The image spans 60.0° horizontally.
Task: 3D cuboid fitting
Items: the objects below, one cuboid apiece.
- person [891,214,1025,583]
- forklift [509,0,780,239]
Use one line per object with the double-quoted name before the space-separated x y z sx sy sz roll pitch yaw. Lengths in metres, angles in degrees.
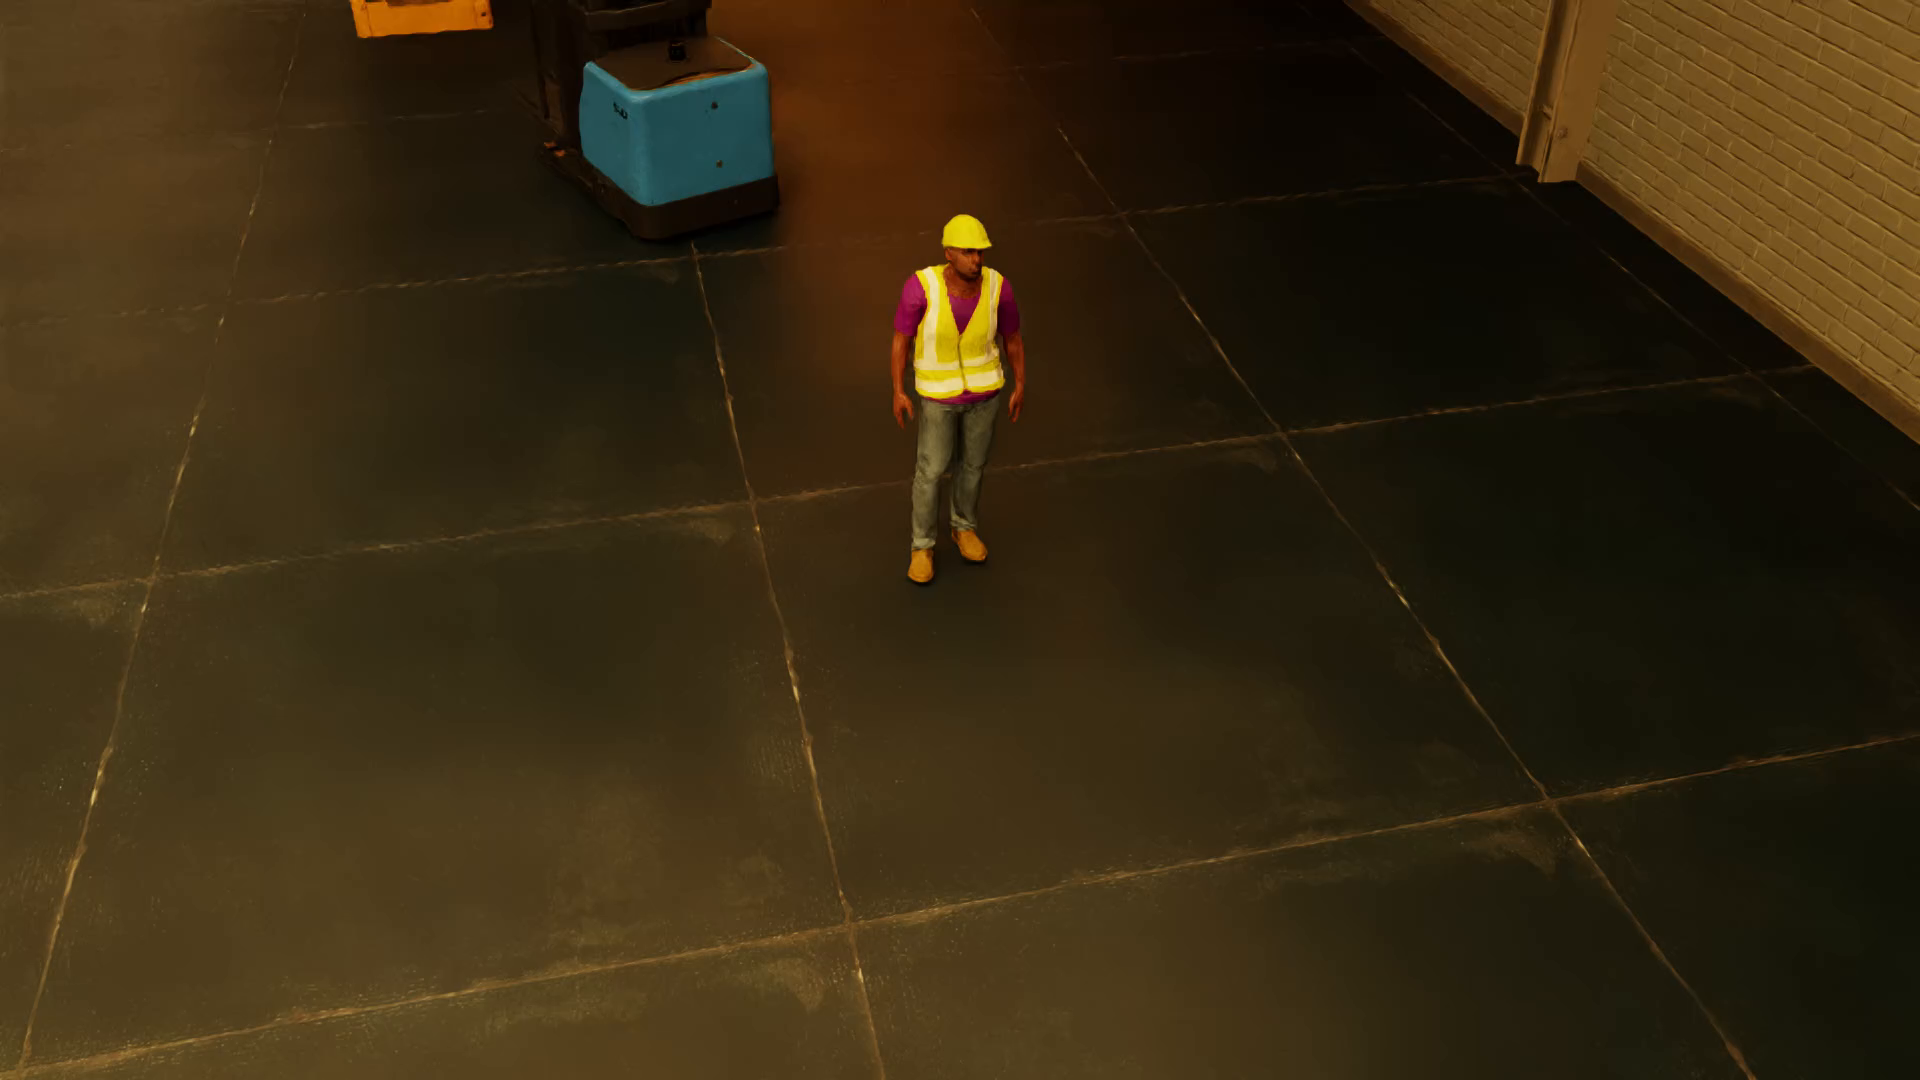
"person" 0.011 -0.682 7.983 0.665 1.766 0.576 -8 36 -11
"forklift" -2.496 -4.051 11.679 1.130 2.935 3.031 -21 41 -26
